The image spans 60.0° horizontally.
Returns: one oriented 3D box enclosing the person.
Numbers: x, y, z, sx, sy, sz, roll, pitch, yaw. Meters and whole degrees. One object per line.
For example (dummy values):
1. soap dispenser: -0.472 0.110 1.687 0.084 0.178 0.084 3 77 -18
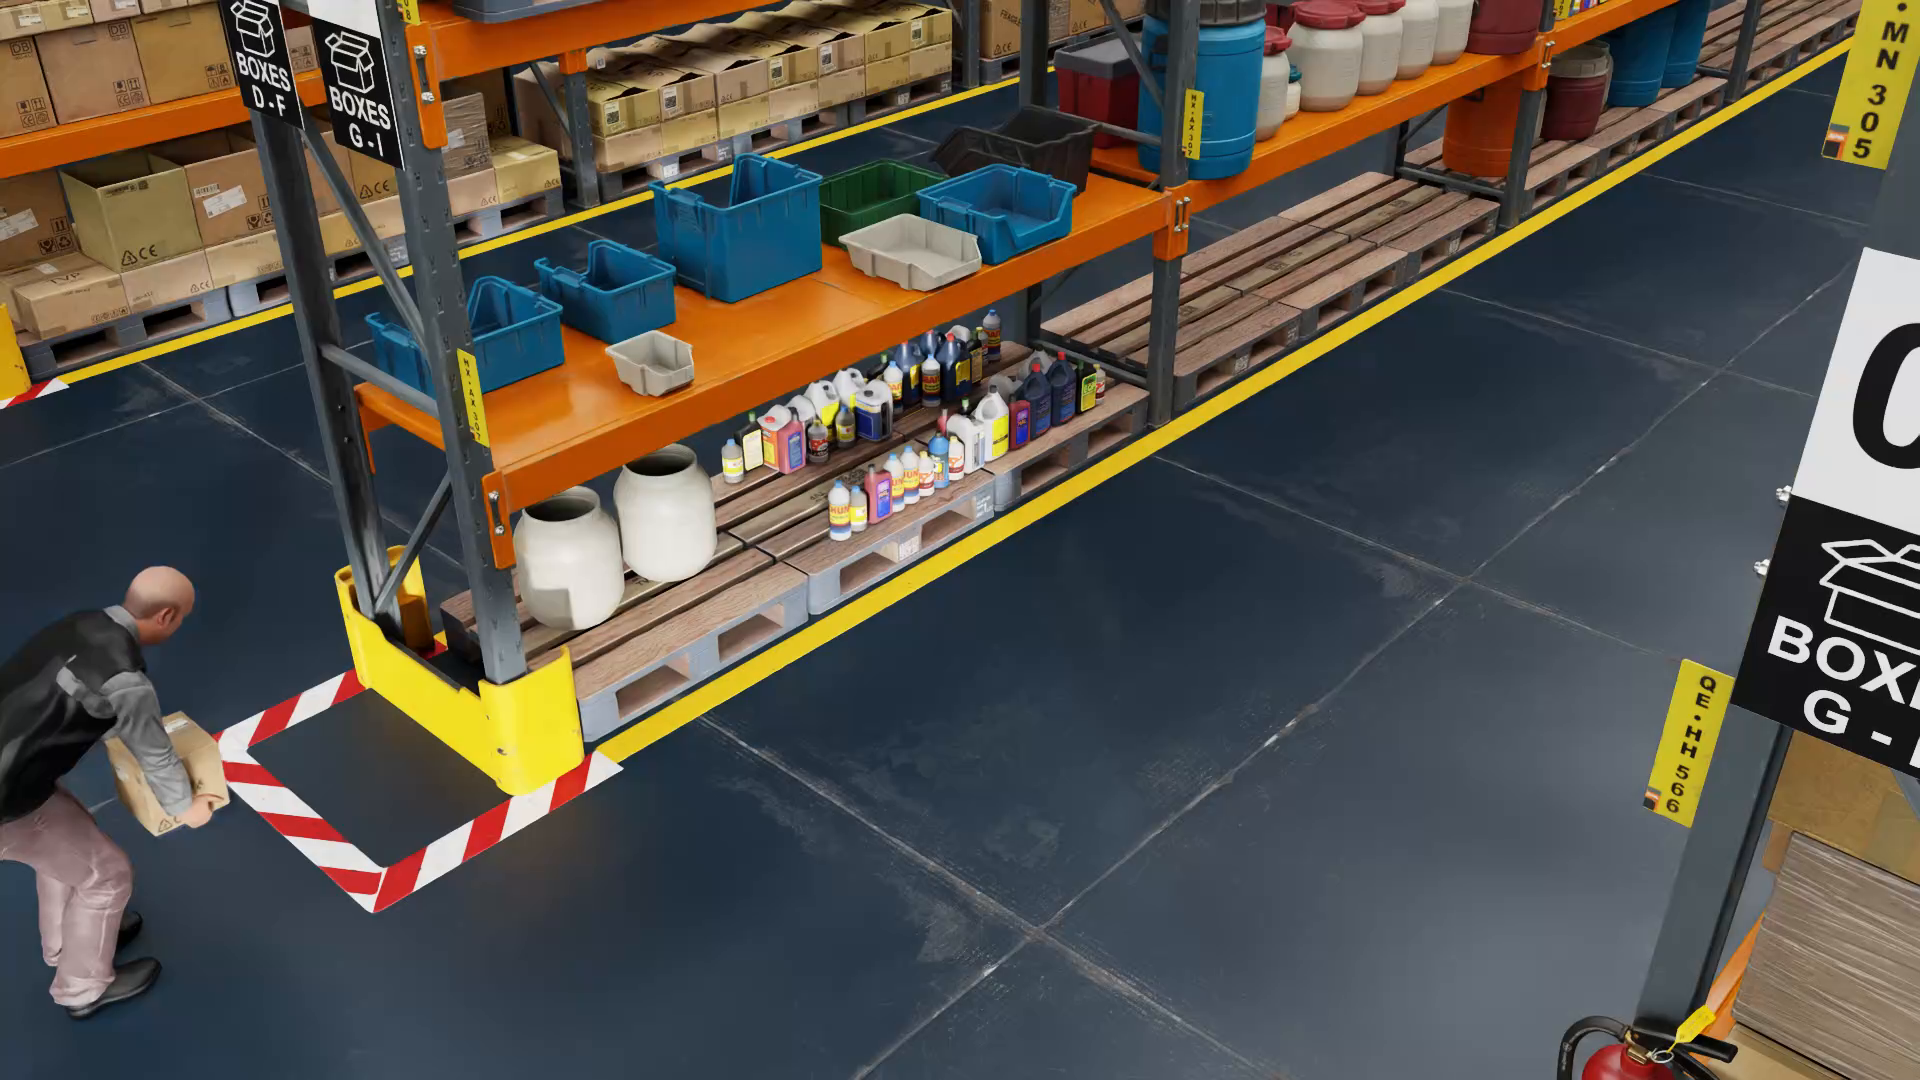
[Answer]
1. person: -2.717 0.791 5.248 0.469 1.309 0.897 24 38 34
